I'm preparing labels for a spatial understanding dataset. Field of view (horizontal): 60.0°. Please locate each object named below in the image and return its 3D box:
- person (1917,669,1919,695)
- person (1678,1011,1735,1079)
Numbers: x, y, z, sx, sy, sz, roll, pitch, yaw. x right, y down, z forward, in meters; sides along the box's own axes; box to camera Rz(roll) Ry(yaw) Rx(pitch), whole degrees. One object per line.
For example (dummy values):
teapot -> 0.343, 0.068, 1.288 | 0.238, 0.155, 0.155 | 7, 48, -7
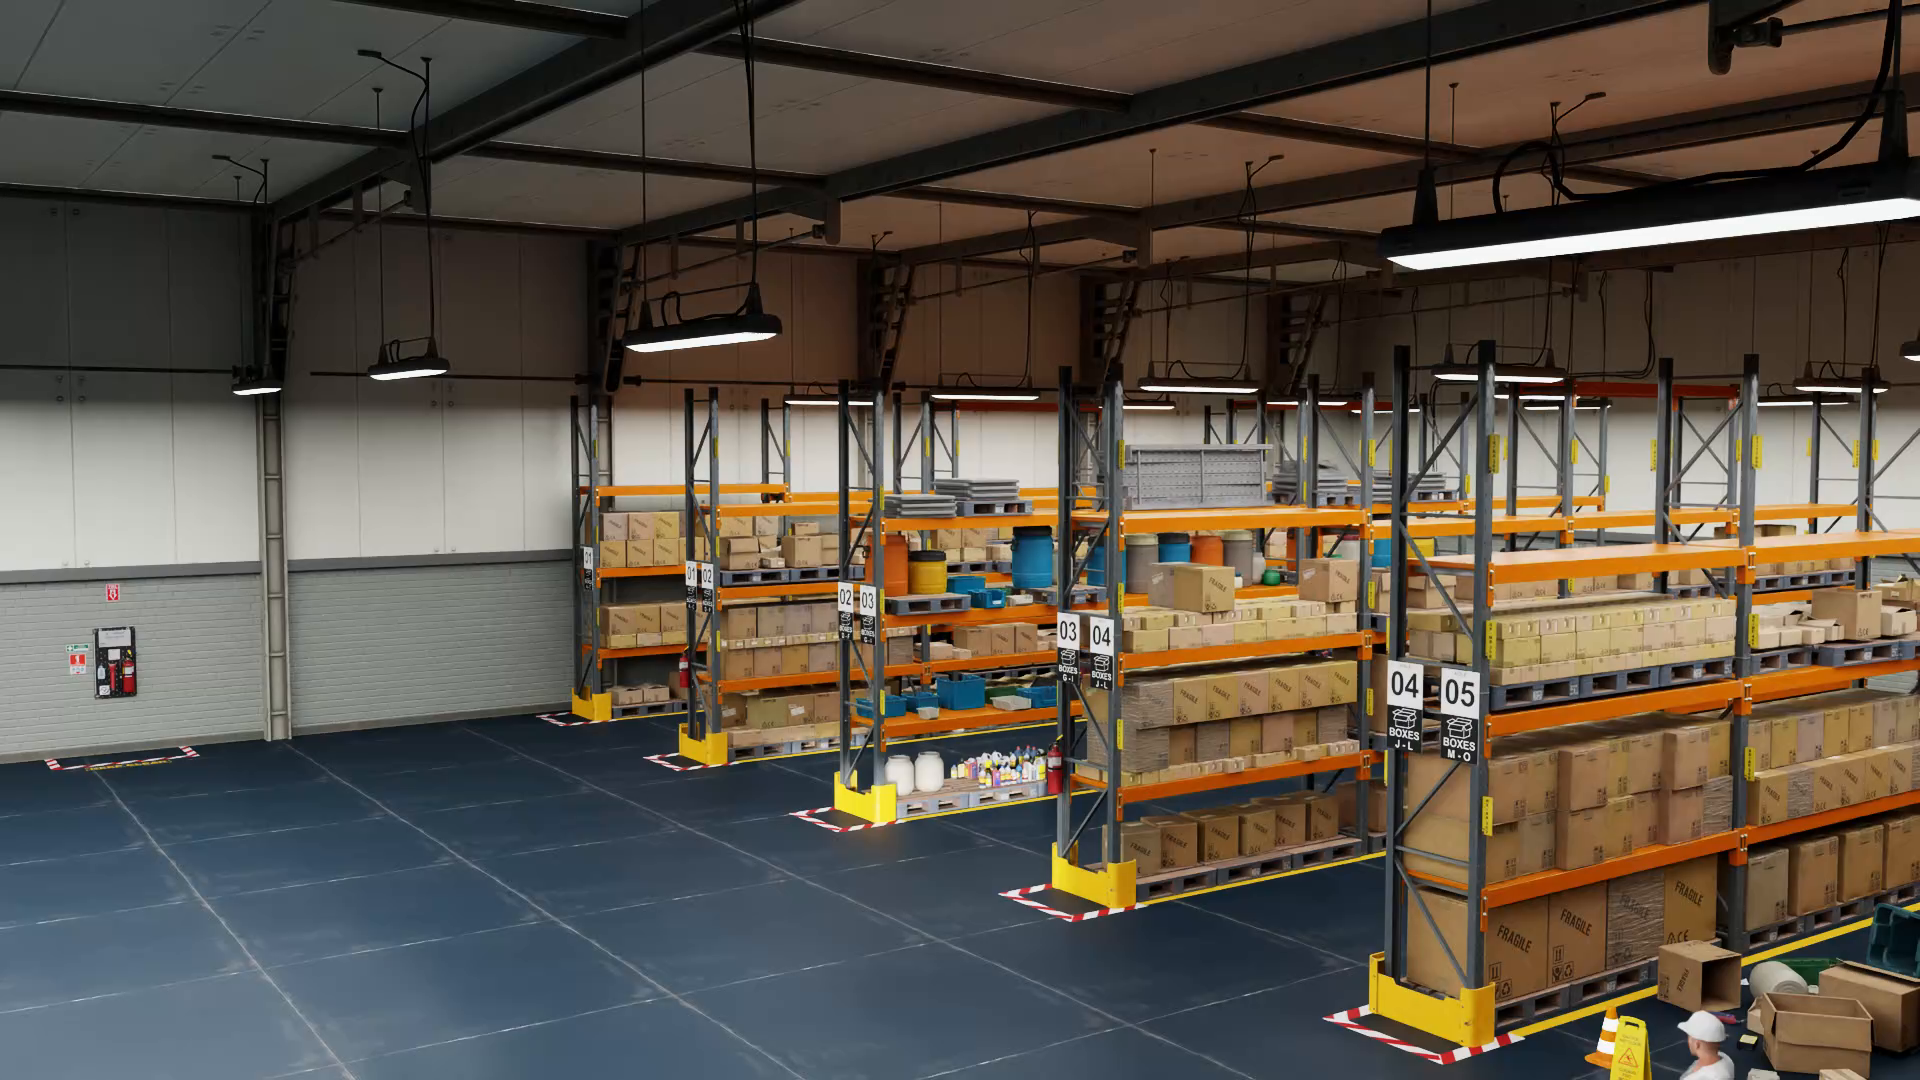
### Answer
person -> 15.927, 2.638, 27.273 | 0.446, 1.794, 0.676 | -2, 4, -25
person -> 4.398, 3.667, 9.860 | 0.475, 1.791, 0.623 | 1, 4, 19
